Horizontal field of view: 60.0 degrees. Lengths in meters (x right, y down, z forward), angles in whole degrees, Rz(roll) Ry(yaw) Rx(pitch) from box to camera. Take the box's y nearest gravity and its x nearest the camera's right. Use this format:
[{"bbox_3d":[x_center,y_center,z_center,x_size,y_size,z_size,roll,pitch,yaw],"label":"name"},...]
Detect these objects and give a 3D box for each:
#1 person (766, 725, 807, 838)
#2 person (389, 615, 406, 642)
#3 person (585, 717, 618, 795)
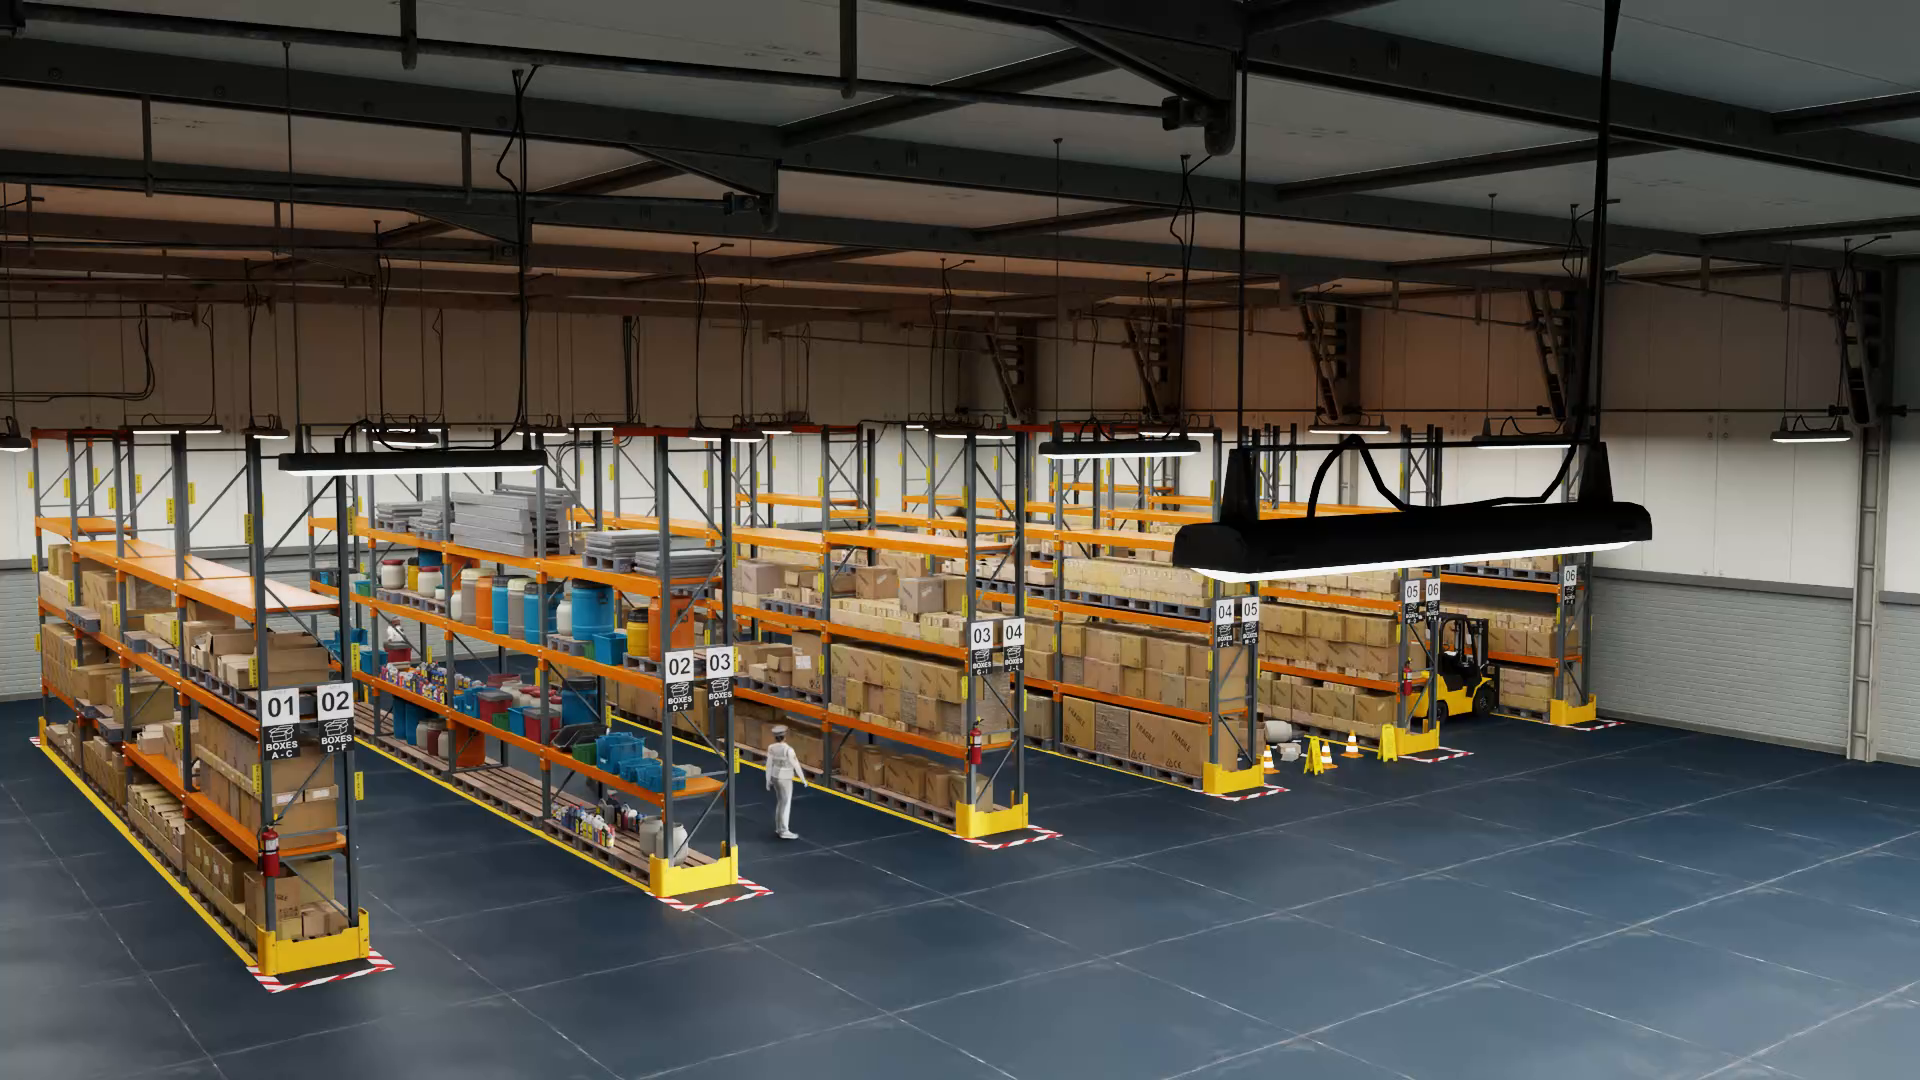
[{"bbox_3d":[-2.560,3.582,24.556,0.518,1.723,0.498,-3,6,-37],"label":"person"},{"bbox_3d":[-12.858,2.509,37.912,0.434,1.665,0.708,-4,6,-42],"label":"person"},{"bbox_3d":[-5.916,3.327,27.377,0.495,1.740,0.640,-2,5,-20],"label":"person"}]
